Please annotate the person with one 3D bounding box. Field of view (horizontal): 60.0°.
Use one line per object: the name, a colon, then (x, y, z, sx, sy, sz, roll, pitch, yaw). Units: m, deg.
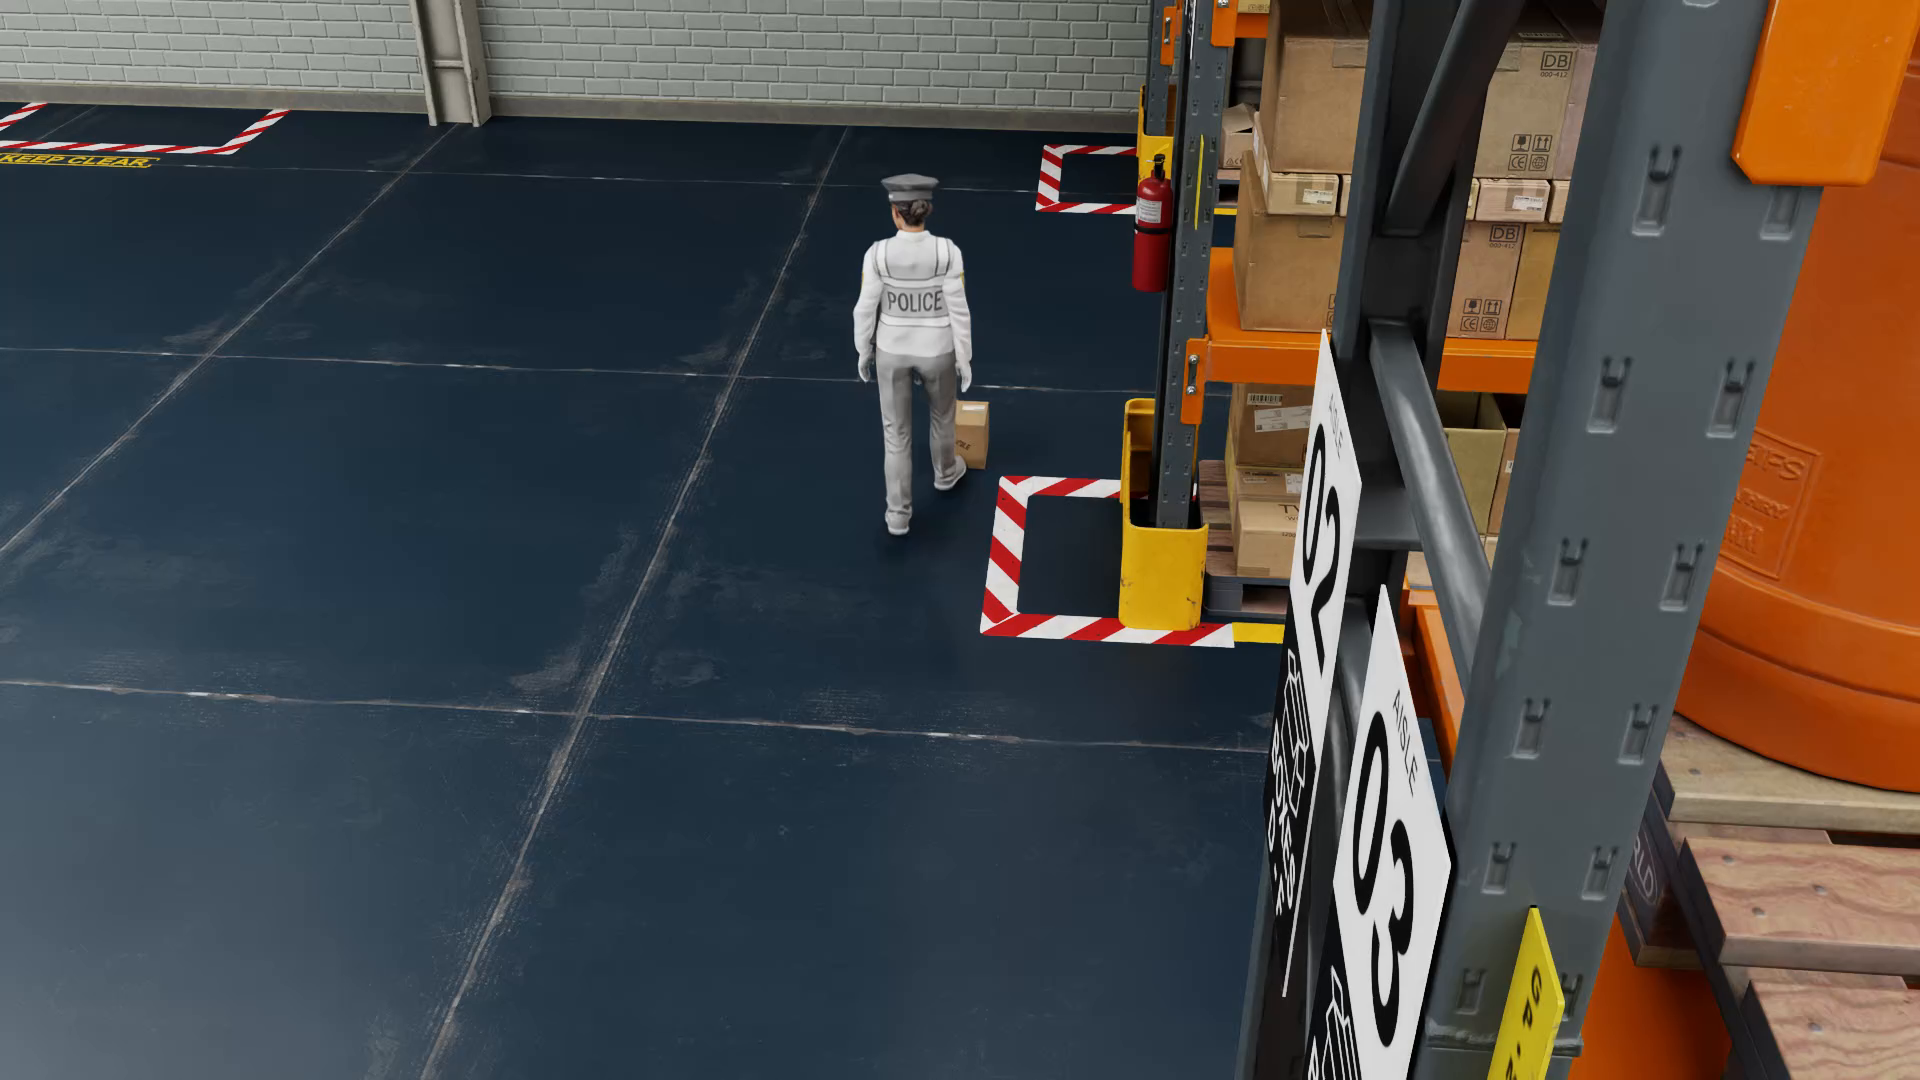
person: (-0.206, -0.880, 7.505, 0.523, 1.650, 0.702, 0, 32, 0)
